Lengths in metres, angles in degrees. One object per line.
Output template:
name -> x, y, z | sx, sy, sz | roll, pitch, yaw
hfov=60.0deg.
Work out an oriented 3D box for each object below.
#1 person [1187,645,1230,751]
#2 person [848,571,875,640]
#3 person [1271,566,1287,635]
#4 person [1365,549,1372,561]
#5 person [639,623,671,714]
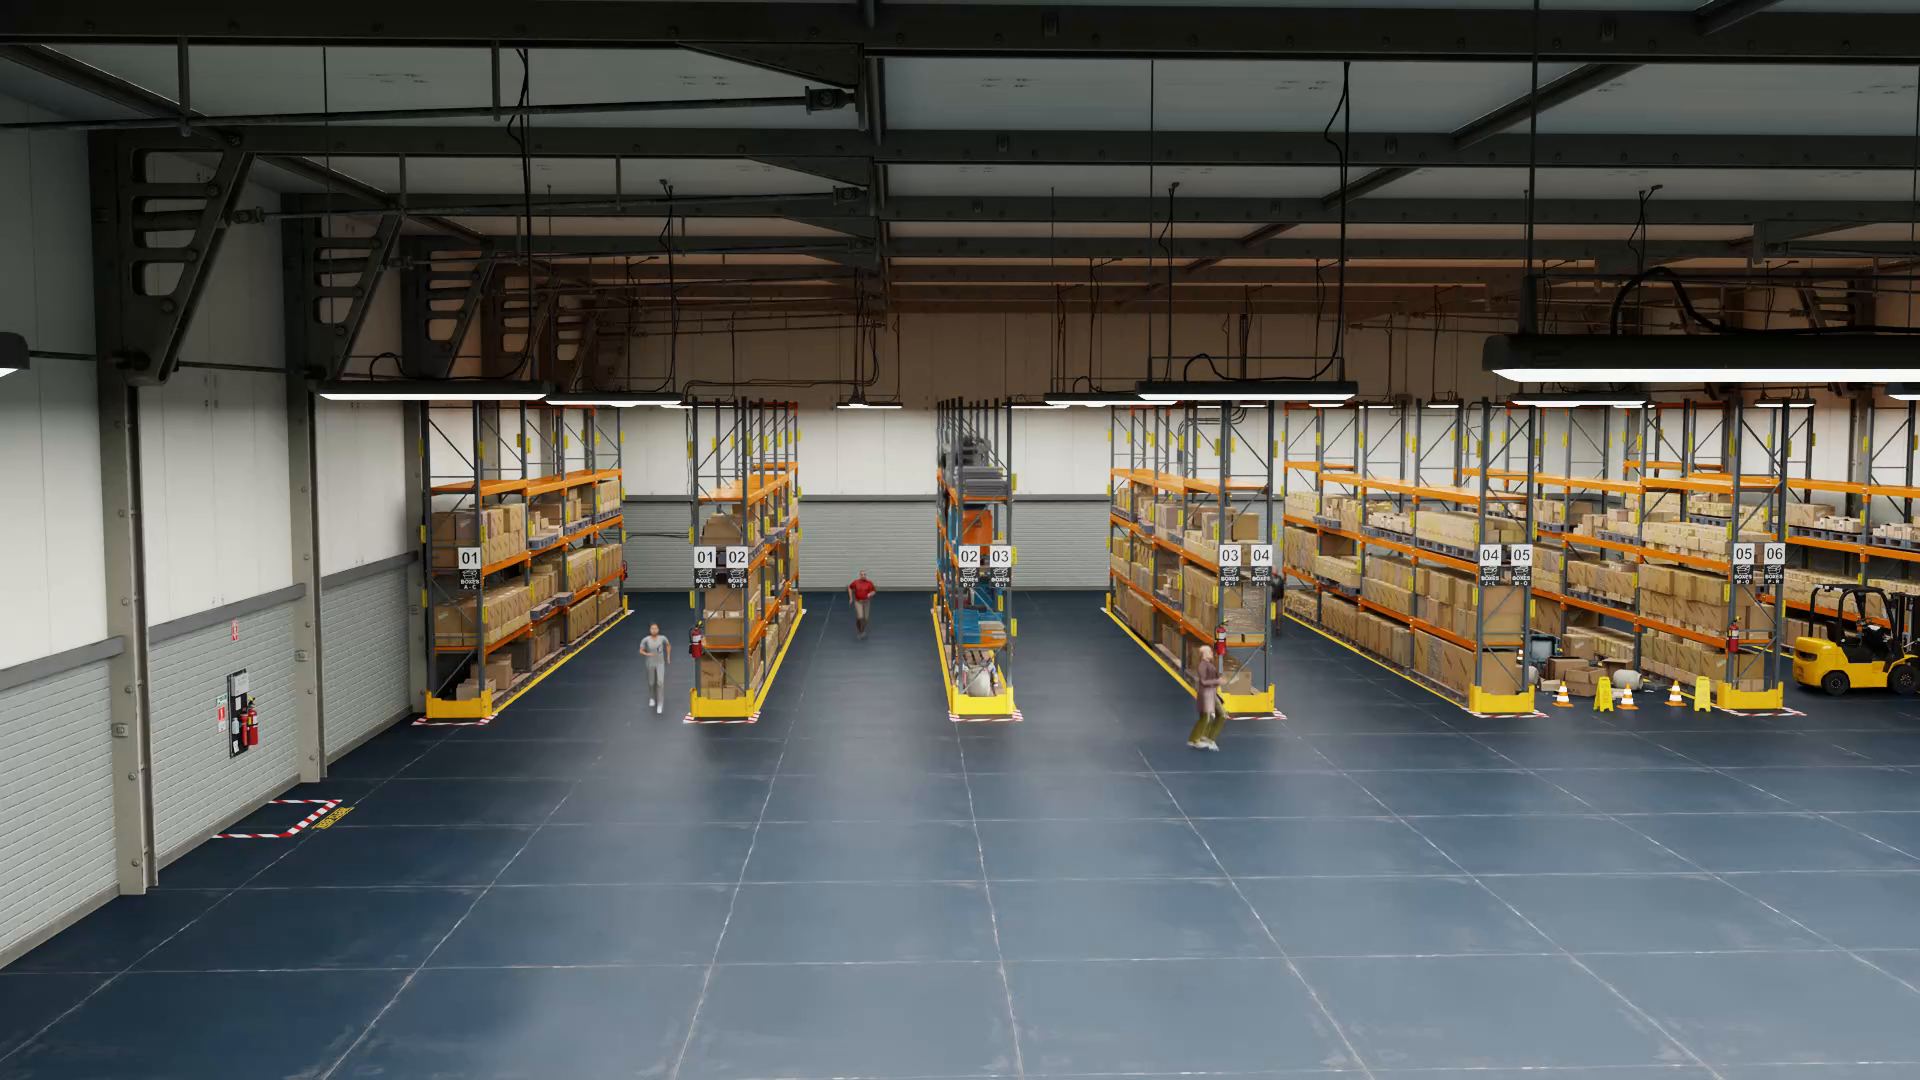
person -> 4.205, 2.680, 28.051 | 0.754, 1.814, 0.688 | 2, 5, 27
person -> -2.442, 1.650, 41.786 | 0.627, 1.767, 0.814 | -1, 5, -16
person -> 8.145, 1.544, 43.005 | 0.673, 1.726, 0.963 | 0, 4, 0
person -> 12.109, 1.090, 49.222 | 0.810, 1.702, 0.600 | 0, 4, -1
person -> -5.831, 2.415, 31.802 | 0.596, 1.683, 0.918 | -1, 4, -10
